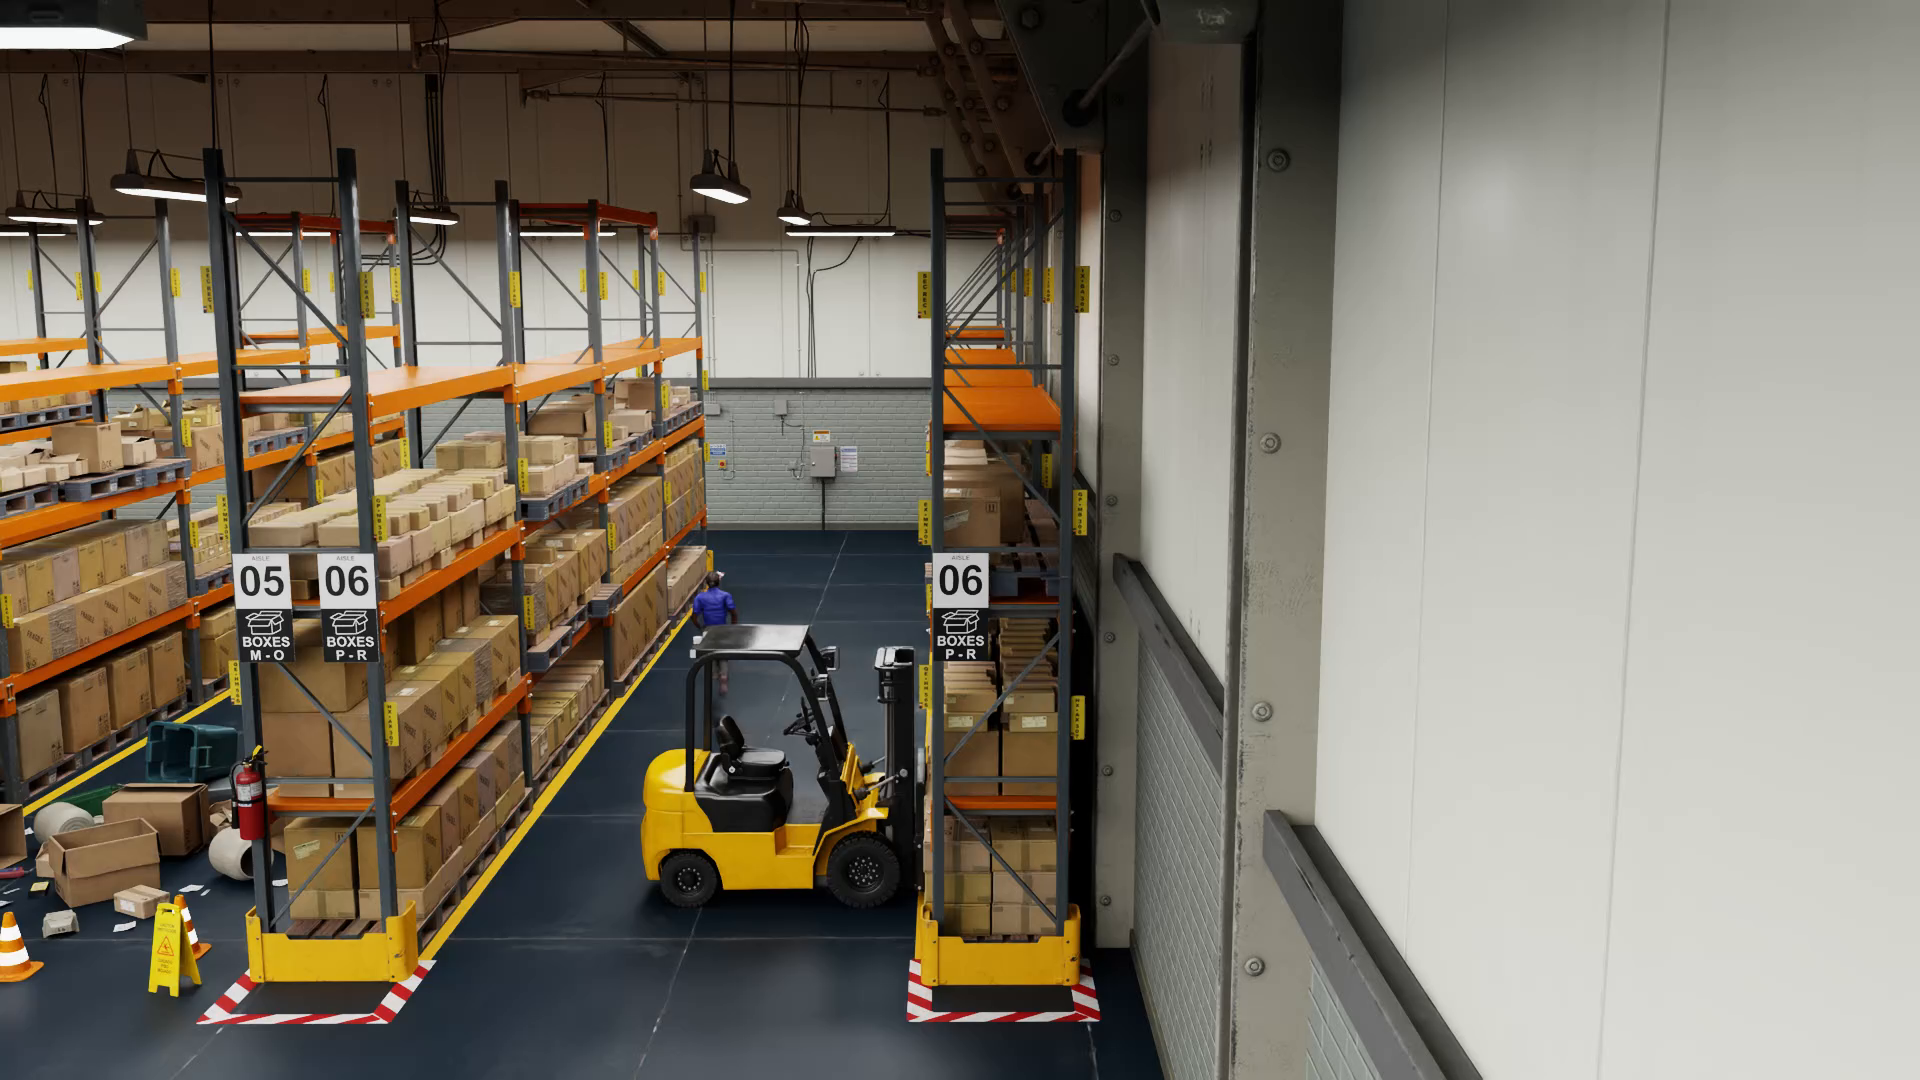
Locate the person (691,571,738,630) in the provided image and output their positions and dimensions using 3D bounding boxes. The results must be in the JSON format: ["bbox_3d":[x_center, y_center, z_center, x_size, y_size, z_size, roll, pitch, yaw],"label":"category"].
[{"bbox_3d":[-2.974,0.808,20.171,0.565,0.877,0.430,-1,9,-6],"label":"person"}]
